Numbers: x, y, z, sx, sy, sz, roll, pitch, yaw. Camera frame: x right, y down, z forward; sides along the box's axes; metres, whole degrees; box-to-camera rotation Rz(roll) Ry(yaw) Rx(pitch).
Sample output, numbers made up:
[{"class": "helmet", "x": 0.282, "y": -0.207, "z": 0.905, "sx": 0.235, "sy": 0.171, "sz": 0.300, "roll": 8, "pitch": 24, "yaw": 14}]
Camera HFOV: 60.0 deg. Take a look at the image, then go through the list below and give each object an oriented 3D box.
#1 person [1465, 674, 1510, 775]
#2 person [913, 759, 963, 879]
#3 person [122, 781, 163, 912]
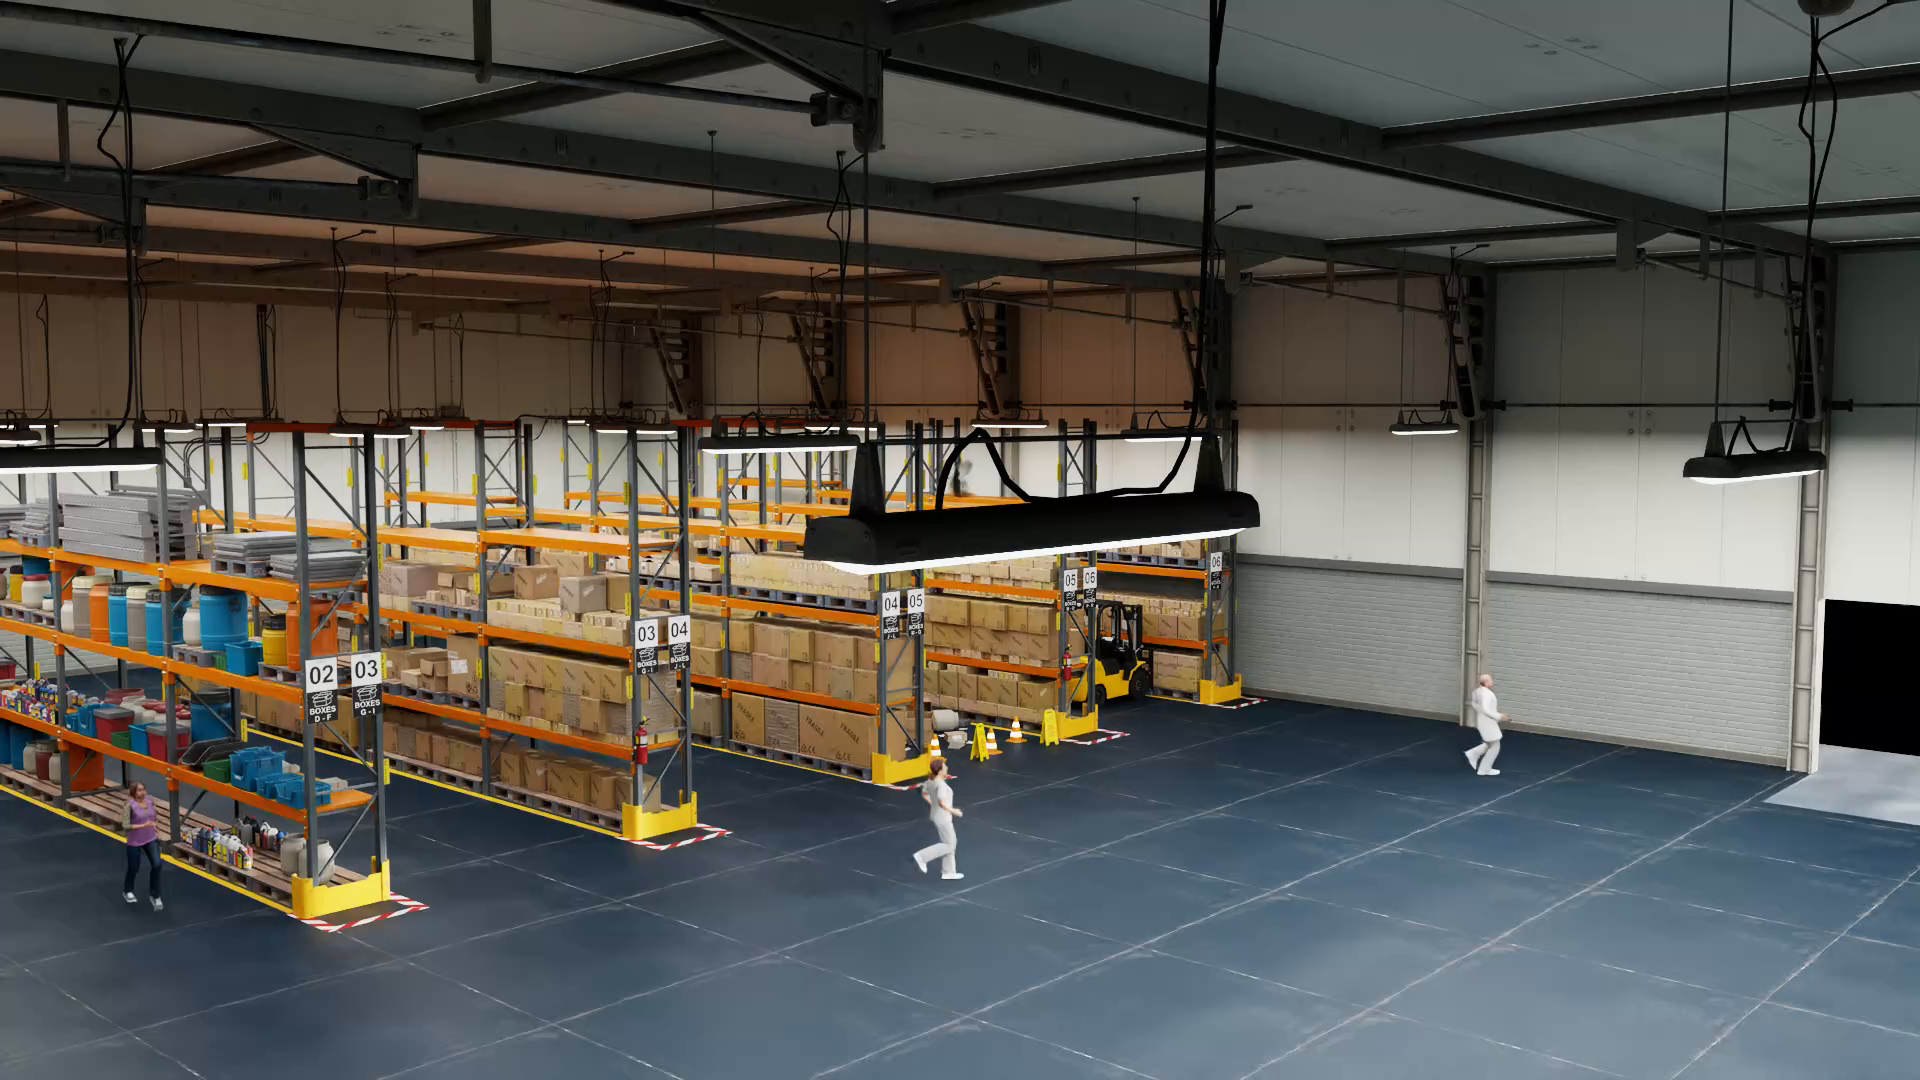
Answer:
[{"class": "person", "x": 8.990, "y": 3.147, "z": 28.365, "sx": 0.663, "sy": 1.726, "sz": 0.706, "roll": 0, "pitch": 5, "yaw": 4}, {"class": "person", "x": -0.304, "y": 3.717, "z": 22.073, "sx": 0.731, "sy": 1.641, "sz": 0.565, "roll": -2, "pitch": 5, "yaw": -23}, {"class": "person", "x": -10.262, "y": 3.825, "z": 20.845, "sx": 0.724, "sy": 1.646, "sz": 0.510, "roll": 4, "pitch": 6, "yaw": 38}]
